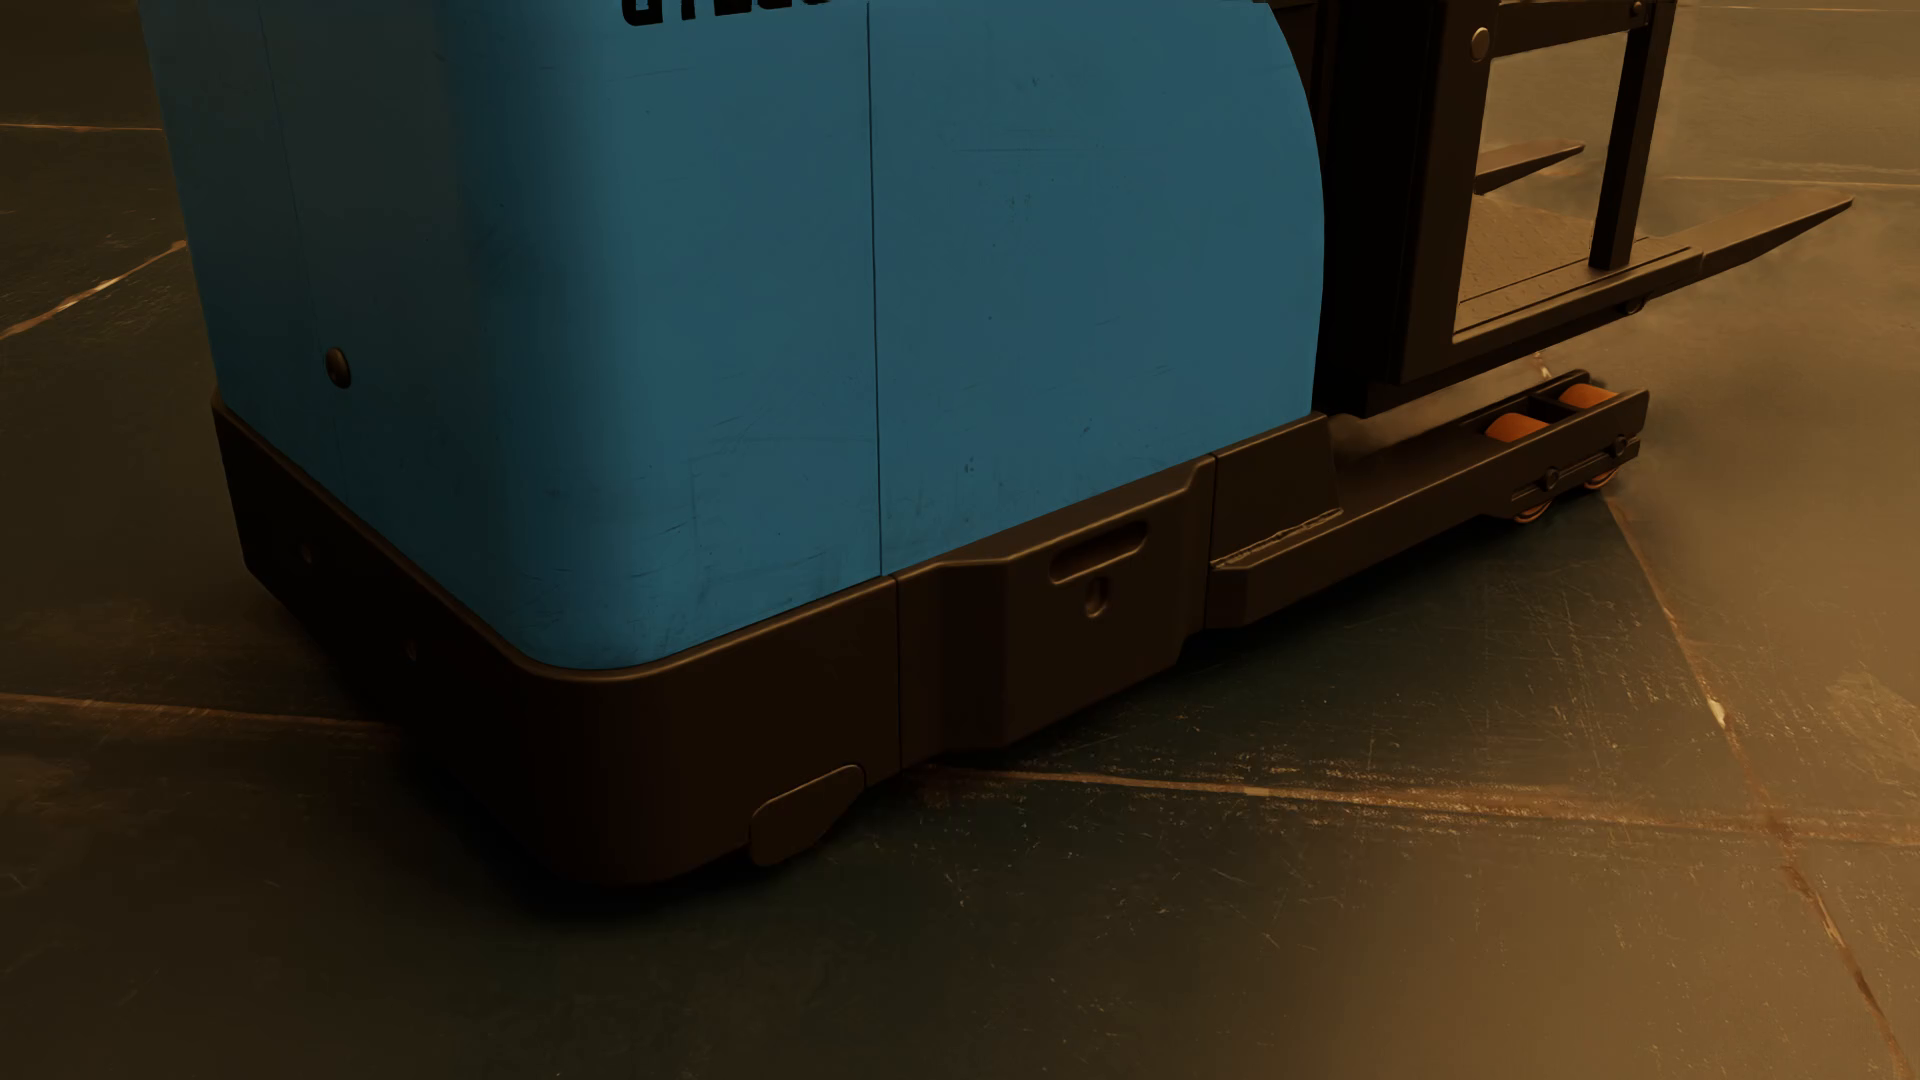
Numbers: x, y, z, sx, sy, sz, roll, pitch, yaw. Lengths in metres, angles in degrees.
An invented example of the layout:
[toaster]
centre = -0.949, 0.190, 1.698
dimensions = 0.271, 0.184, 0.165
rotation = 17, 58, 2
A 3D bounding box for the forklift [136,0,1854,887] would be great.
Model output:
[forklift]
centre = 0.465, -1.497, 2.218
dimensions = 3.031, 2.935, 1.130
rotation = -21, 33, -35
